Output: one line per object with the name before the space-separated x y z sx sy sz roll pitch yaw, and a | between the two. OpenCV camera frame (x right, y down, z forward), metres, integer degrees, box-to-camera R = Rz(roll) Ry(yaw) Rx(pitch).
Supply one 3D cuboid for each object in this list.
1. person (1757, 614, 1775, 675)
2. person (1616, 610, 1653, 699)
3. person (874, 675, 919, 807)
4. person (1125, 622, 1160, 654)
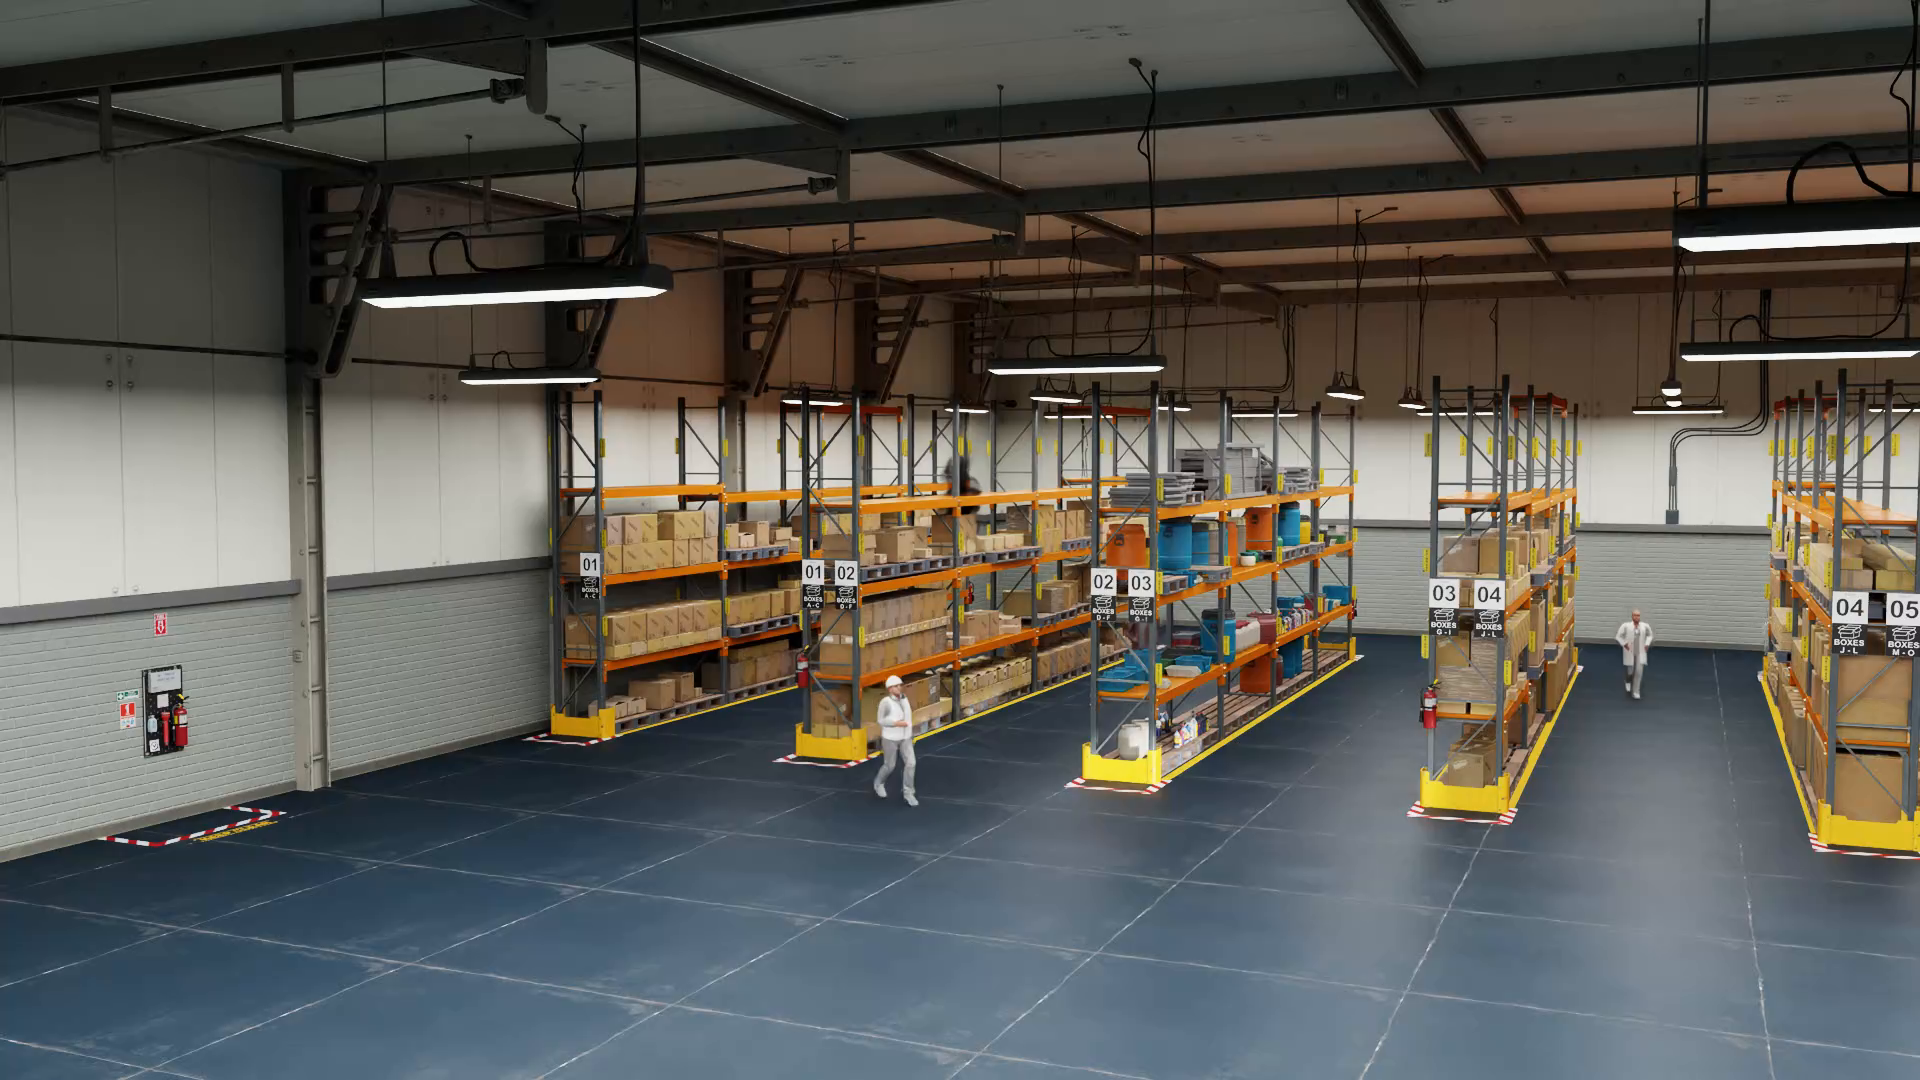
person | 18.022 2.117 36.649 0.729 1.759 0.718 0 3 6
person | 13.511 2.273 33.288 0.720 1.751 0.921 1 3 13
person | -0.912 2.821 23.495 0.663 1.823 0.849 -2 4 -37
person | 3.758 2.230 34.357 0.714 1.748 0.843 1 3 13
